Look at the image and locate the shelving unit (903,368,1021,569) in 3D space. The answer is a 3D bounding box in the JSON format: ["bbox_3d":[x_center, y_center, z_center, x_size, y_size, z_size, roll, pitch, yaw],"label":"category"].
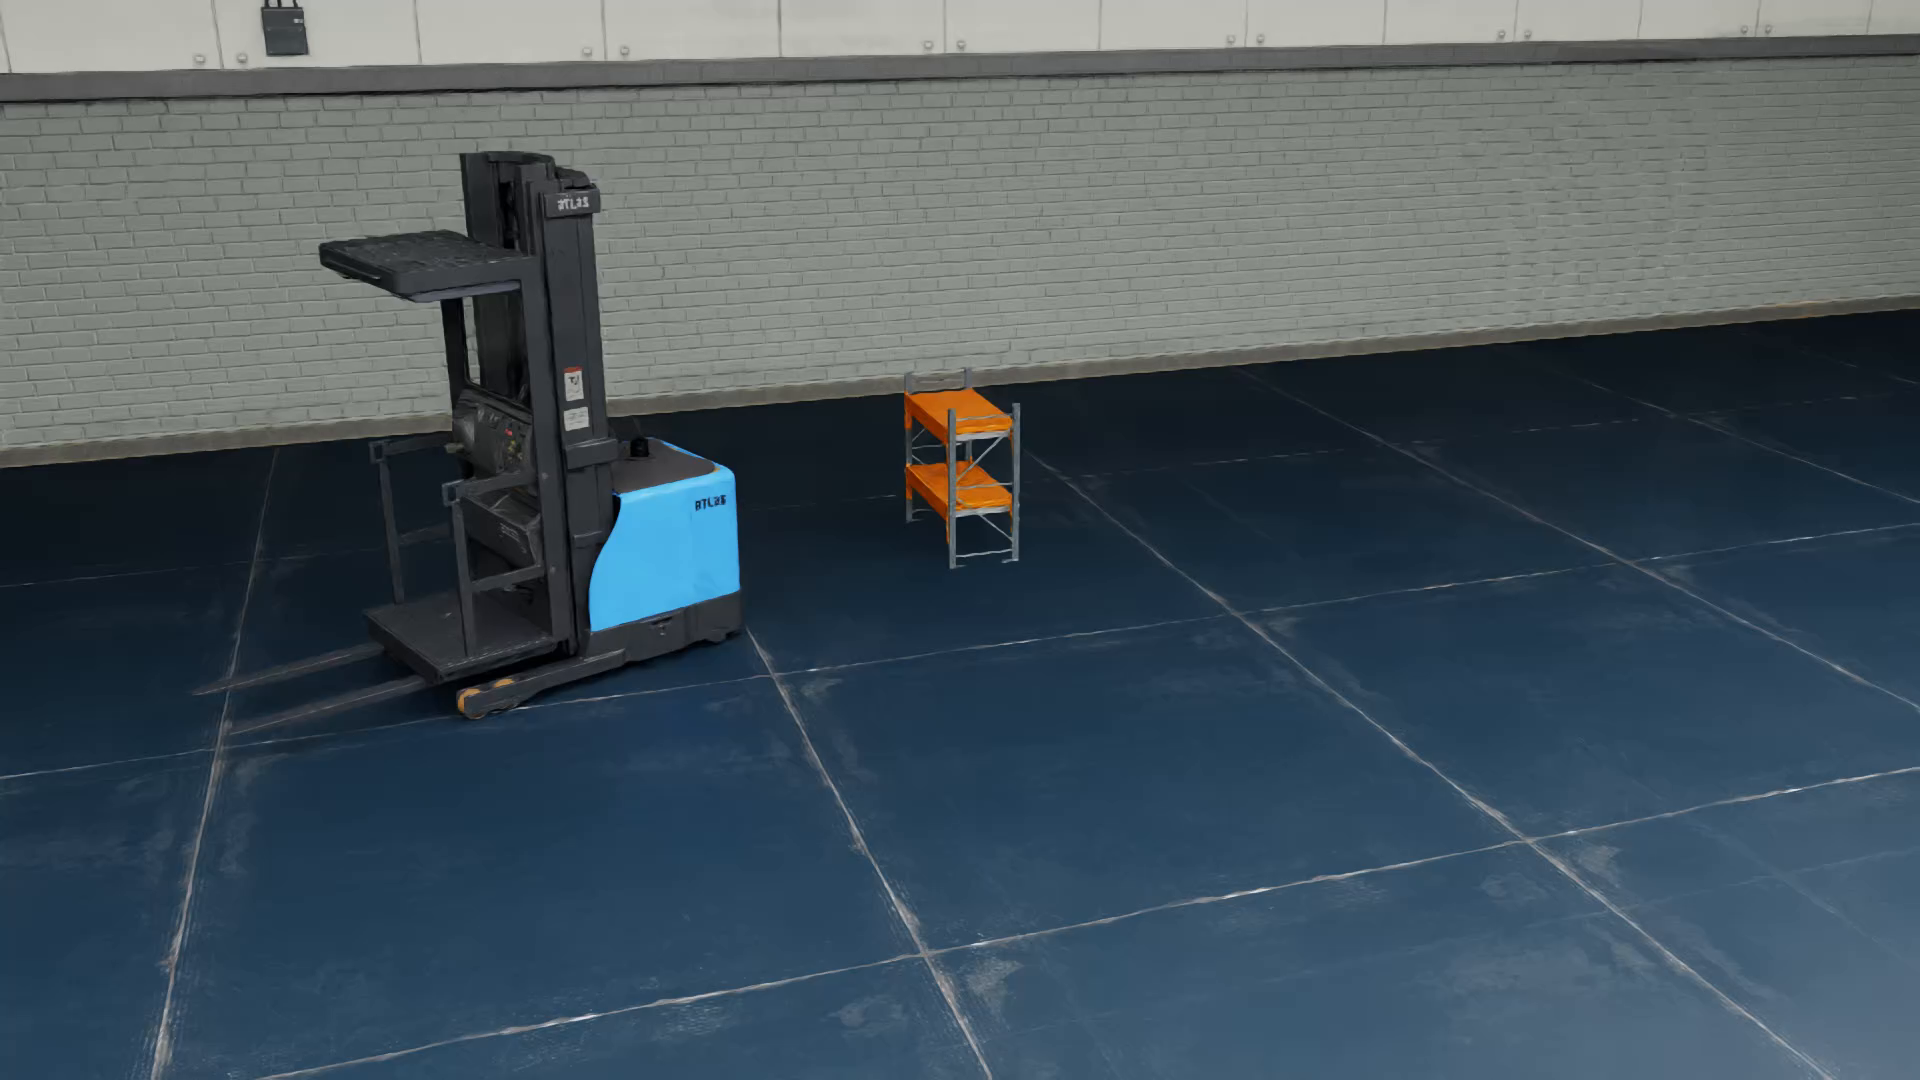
[{"bbox_3d":[0.002,-0.527,11.720,0.538,1.125,1.048,-6,21,-17],"label":"shelving unit"}]

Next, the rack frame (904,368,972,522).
[{"bbox_3d":[-0.158,-0.690,12.174,0.500,1.125,0.032,-6,21,-17],"label":"rack frame"}]

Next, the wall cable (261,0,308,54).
[{"bbox_3d":[-4.384,-6.789,12.475,2.305,6.003,0.169,-6,21,-17],"label":"wall cable"}]

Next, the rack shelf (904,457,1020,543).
[{"bbox_3d":[0.002,-0.297,11.803,0.538,0.278,1.000,-6,21,-17],"label":"rack shelf"}]

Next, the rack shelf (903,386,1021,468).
[{"bbox_3d":[0.002,-0.803,11.621,0.538,0.278,1.000,-6,21,-17],"label":"rack shelf"}]

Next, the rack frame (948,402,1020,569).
[{"bbox_3d":[0.162,-0.364,11.266,0.500,1.125,0.032,-6,21,-17],"label":"rack frame"}]

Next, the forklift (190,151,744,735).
[{"bbox_3d":[-2.784,-0.592,9.228,3.031,2.935,1.130,-16,25,-37],"label":"forklift"}]
